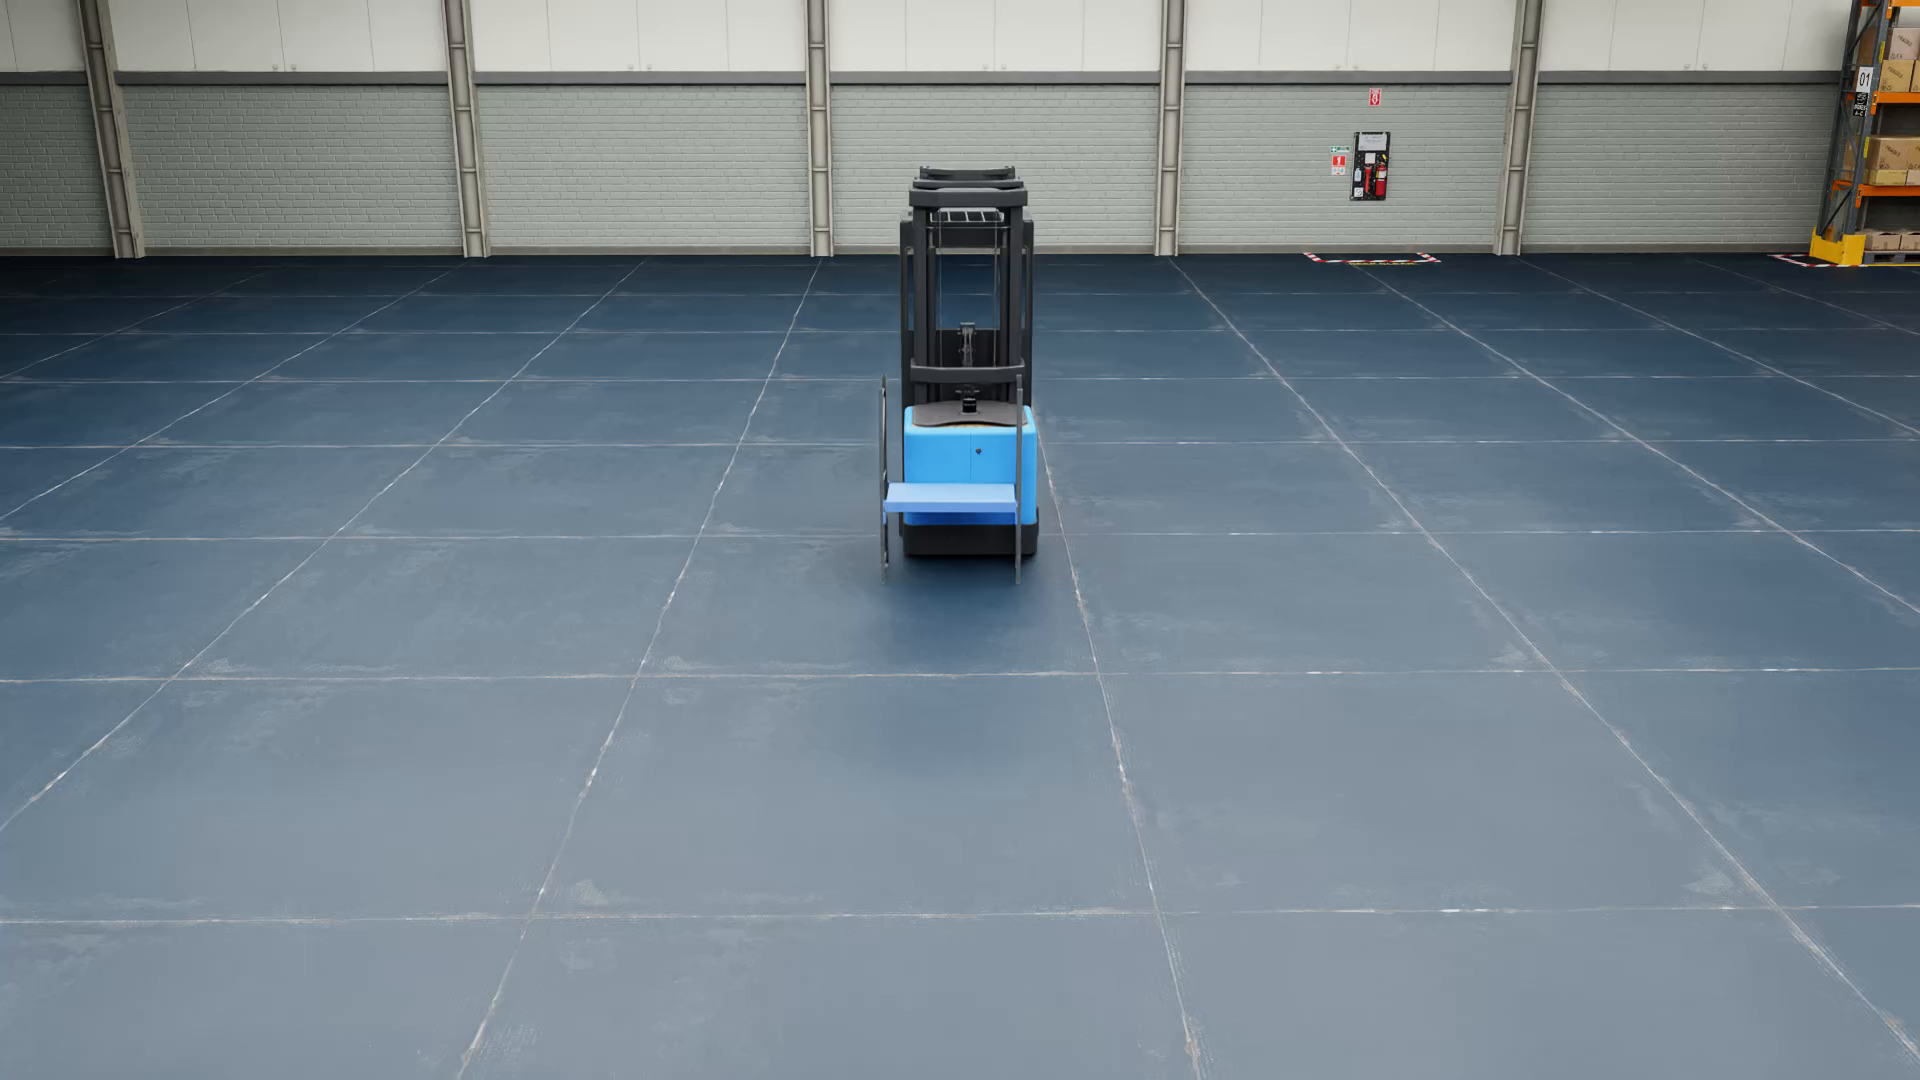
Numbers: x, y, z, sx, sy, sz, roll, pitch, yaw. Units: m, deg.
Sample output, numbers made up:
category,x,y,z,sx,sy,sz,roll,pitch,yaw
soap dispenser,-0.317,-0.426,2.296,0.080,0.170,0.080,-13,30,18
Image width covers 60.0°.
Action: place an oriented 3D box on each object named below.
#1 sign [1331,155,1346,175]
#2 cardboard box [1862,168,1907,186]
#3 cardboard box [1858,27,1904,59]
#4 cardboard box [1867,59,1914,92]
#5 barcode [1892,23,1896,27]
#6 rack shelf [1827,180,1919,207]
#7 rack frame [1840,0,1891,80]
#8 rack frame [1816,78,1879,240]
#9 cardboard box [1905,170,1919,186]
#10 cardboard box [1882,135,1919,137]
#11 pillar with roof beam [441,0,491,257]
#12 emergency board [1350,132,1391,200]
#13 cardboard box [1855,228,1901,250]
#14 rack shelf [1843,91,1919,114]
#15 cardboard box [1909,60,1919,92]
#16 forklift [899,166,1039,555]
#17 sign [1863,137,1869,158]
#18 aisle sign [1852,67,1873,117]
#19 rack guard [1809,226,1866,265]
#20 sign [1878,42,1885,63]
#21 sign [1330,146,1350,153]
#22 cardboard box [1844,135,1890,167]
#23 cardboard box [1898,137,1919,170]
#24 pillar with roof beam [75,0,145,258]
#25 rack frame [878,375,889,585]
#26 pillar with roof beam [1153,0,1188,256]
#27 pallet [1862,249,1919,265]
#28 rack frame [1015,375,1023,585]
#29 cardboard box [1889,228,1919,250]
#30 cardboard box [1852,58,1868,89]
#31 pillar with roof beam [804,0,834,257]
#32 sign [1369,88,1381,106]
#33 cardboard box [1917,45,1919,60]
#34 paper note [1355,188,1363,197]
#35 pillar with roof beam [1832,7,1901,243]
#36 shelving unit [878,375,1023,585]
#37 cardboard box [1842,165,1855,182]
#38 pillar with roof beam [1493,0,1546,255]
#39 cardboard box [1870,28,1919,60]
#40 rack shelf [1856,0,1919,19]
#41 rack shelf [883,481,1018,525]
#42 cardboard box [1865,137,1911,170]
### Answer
category,x,y,z,sx,sy,sz,roll,pitch,yaw
sign,6.572,-6.505,28.857,0.234,0.329,0.001,0,18,-1
cardboard box,15.404,-6.064,27.755,0.500,0.250,0.500,-1,18,-2
cardboard box,15.338,-8.264,27.656,0.500,0.500,0.500,1,18,2
cardboard box,15.249,-7.632,27.320,0.500,0.500,0.500,0,18,1
barcode,15.613,-8.615,27.799,0.075,0.075,0.001,0,18,-1
rack shelf,16.911,-5.888,28.170,4.000,0.370,1.077,0,18,-1
rack frame,14.911,-9.078,27.113,0.127,3.000,1.000,0,18,-1
rack frame,14.911,-6.221,28.030,0.127,3.000,1.000,0,18,-1
cardboard box,15.923,-6.071,27.776,0.500,0.250,0.500,-1,18,-3
cardboard box,15.883,-6.583,28.143,0.500,0.500,0.500,0,18,0
pillar with roof beam,-8.332,-7.915,23.488,0.400,9.000,9.100,0,18,-1
emergency board,7.127,-6.459,28.773,0.643,1.169,0.194,0,18,-1
cardboard box,15.604,-5.126,28.298,0.500,0.311,0.500,-2,18,-7
rack shelf,16.911,-7.316,27.711,4.000,0.370,1.077,0,18,-1
cardboard box,15.787,-7.623,27.294,0.500,0.500,0.500,1,18,3
forklift,0.048,-1.675,13.971,1.130,2.935,3.031,0,18,-1
sign,14.920,-6.467,27.381,0.005,0.325,0.100,0,18,-1
aisle sign,14.844,-7.367,27.346,0.004,0.787,0.394,0,18,-1
rack guard,14.987,-5.031,28.413,0.348,0.500,1.175,0,18,-1
sign,14.920,-7.900,26.921,0.005,0.325,0.100,0,18,-1
sign,6.577,-6.755,28.768,0.331,0.109,0.001,0,18,-1
cardboard box,15.379,-6.583,28.144,0.500,0.500,0.500,0,18,-1
cardboard box,15.888,-6.426,27.654,0.500,0.500,0.500,0,18,-1
pillar with roof beam,-14.331,-7.886,23.398,0.400,9.000,9.100,0,18,-1
rack frame,-0.575,-0.455,12.511,0.032,1.500,0.500,0,18,1
pillar with roof beam,3.667,-7.972,23.668,0.400,9.000,9.100,0,18,-1
pallet,15.800,-4.887,28.435,1.213,0.211,1.003,0,18,-1
rack frame,0.441,-0.451,12.497,0.032,1.500,0.500,0,18,1
cardboard box,16.174,-5.129,28.306,0.500,0.311,0.500,1,18,4
cardboard box,15.324,-7.786,27.801,0.500,0.500,0.500,1,18,3
pillar with roof beam,-2.332,-7.944,23.578,0.400,9.000,9.100,0,18,-1
sign,7.117,-7.594,28.513,0.199,0.298,0.001,0,18,-1
cardboard box,15.803,-8.097,27.134,0.500,0.500,0.500,0,18,-1
paper note,6.949,-6.060,28.970,0.142,0.148,0.016,0,18,-1
pillar with roof beam,15.665,-8.030,23.849,0.400,9.000,9.100,0,18,-1
shelving unit,-0.067,-0.453,12.504,1.048,1.500,0.538,0,18,1
cardboard box,15.376,-6.221,28.241,0.500,0.250,0.500,0,18,0
pillar with roof beam,9.666,-8.001,23.758,0.400,9.000,9.100,0,18,-1
cardboard box,15.300,-8.110,27.175,0.500,0.500,0.500,-2,18,-5
rack shelf,16.911,-8.743,27.254,4.000,0.370,1.077,0,18,-1
rack shelf,-0.067,-0.282,12.559,1.000,0.185,0.538,0,18,1
cardboard box,15.393,-6.427,27.656,0.500,0.500,0.500,0,18,-1
